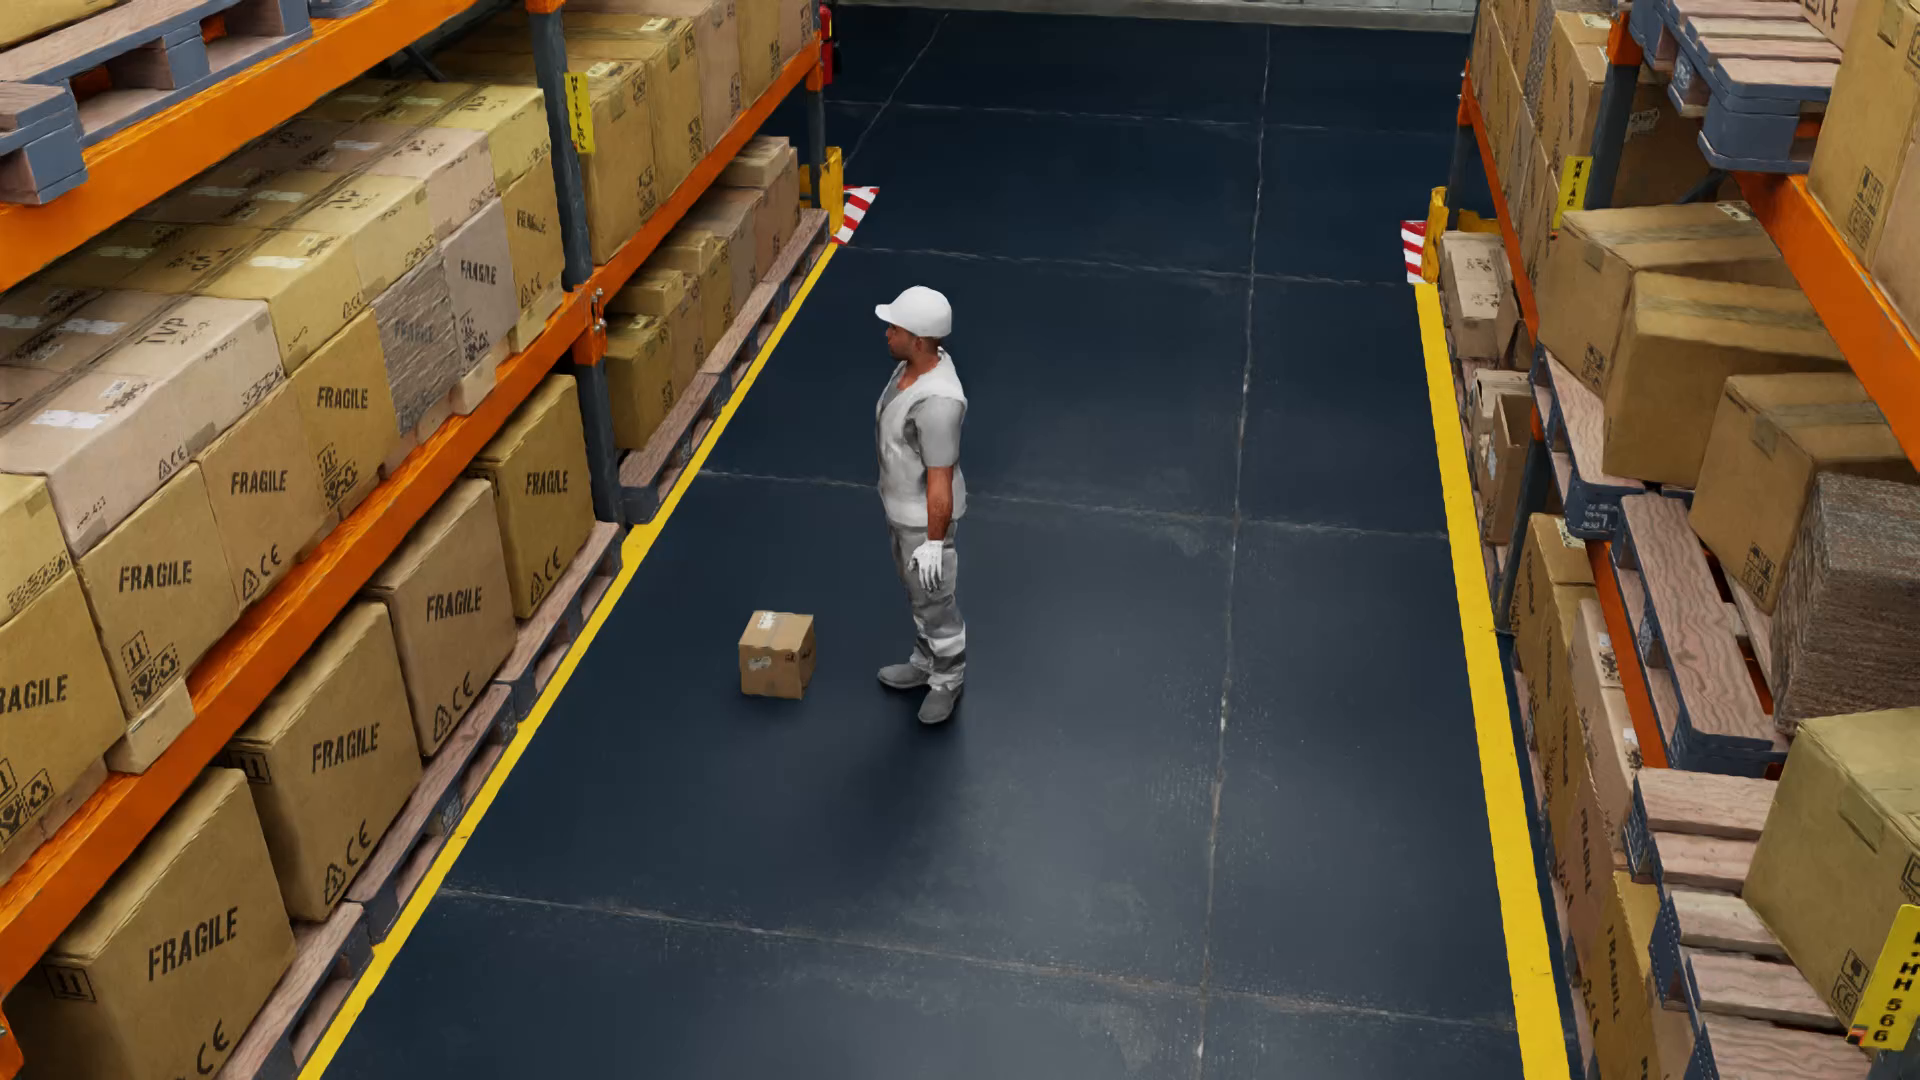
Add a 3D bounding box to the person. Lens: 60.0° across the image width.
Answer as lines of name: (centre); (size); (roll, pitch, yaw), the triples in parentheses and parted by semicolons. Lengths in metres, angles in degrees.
person: (-0.140, -0.112, 6.254); (0.335, 1.792, 0.655); (-8, 33, -12)
